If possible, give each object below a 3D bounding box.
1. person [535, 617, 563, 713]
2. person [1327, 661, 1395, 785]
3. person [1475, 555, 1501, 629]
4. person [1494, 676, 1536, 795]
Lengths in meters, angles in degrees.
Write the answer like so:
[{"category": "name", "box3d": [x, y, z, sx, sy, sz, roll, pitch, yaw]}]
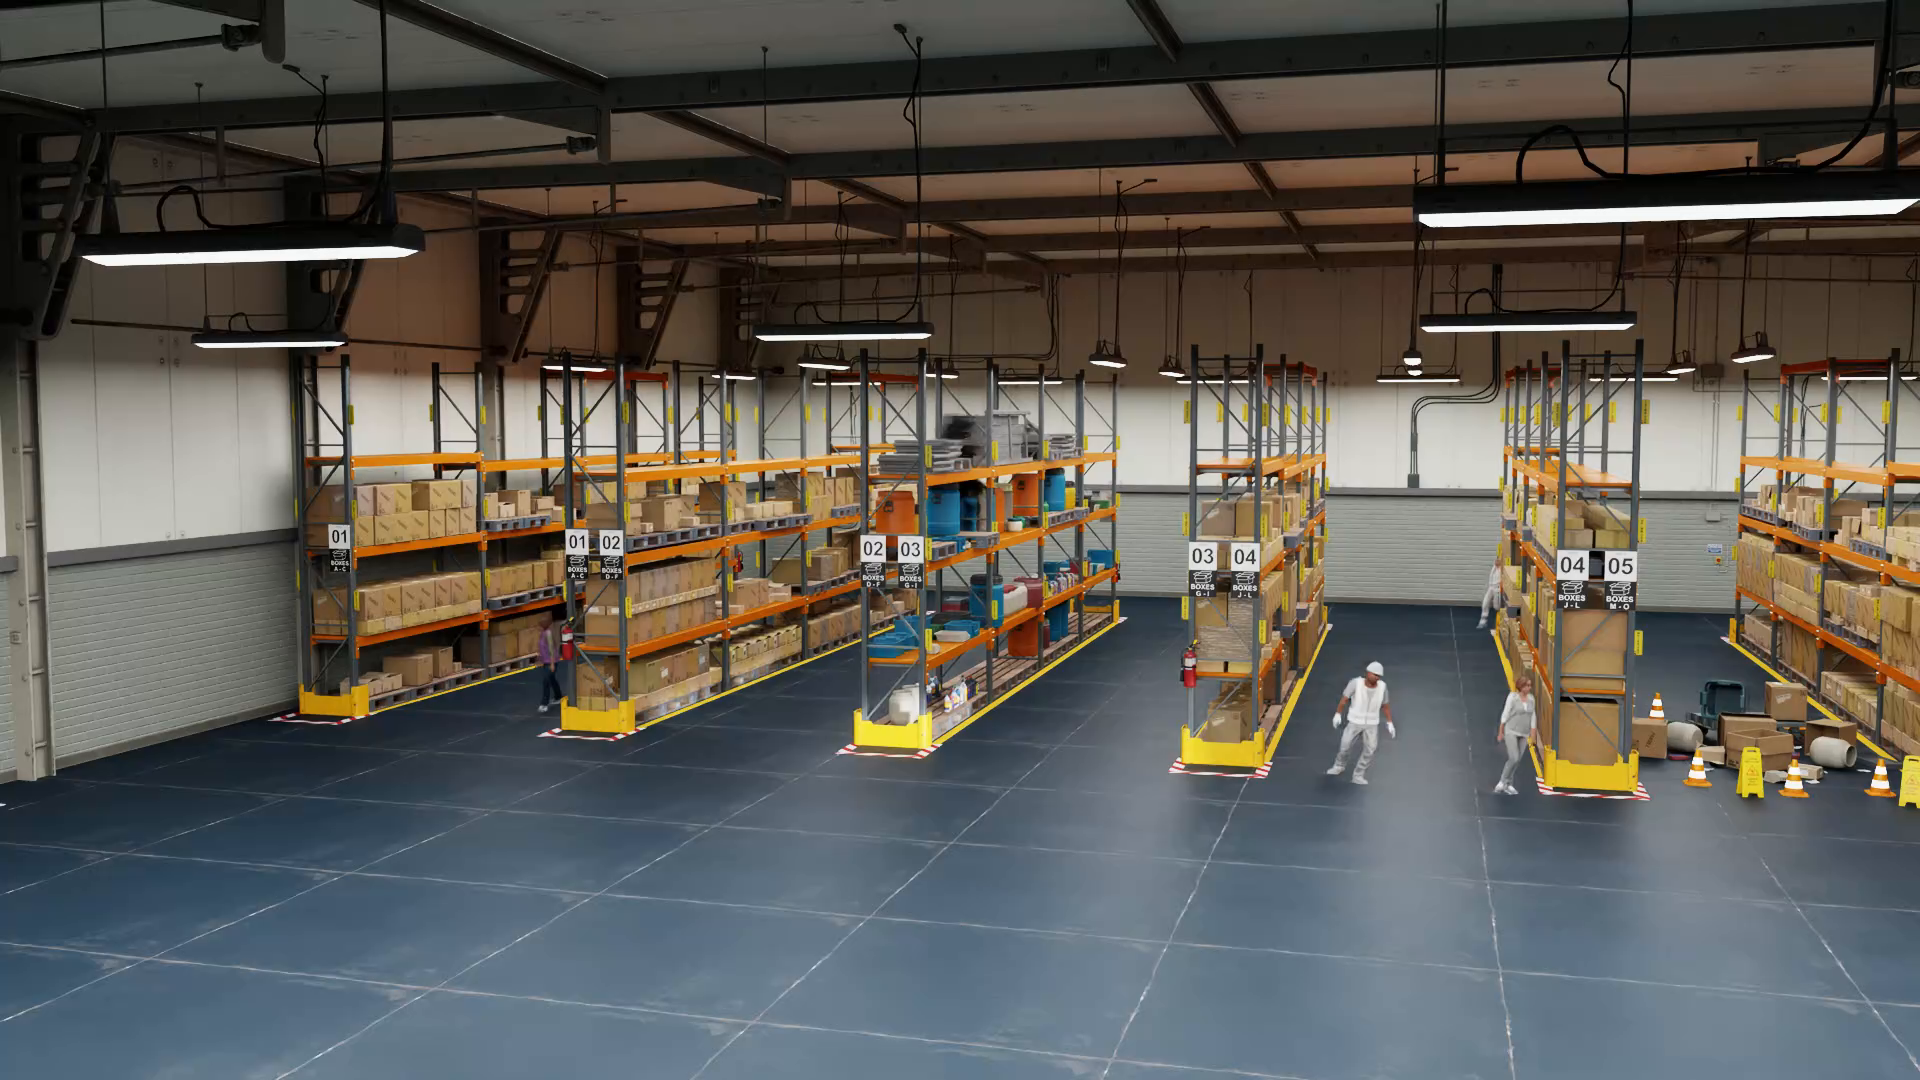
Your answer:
[{"category": "person", "box3d": [-7.017, 2.102, 28.327, 0.675, 1.593, 0.649, -3, 6, -39]}, {"category": "person", "box3d": [5.425, 2.457, 22.480, 0.835, 1.697, 0.690, 0, 4, -1]}, {"category": "person", "box3d": [12.583, 1.217, 38.869, 0.935, 1.797, 0.712, -1, 5, -19]}, {"category": "person", "box3d": [7.279, 2.572, 21.840, 0.519, 1.583, 0.438, -1, 4, -15]}]
